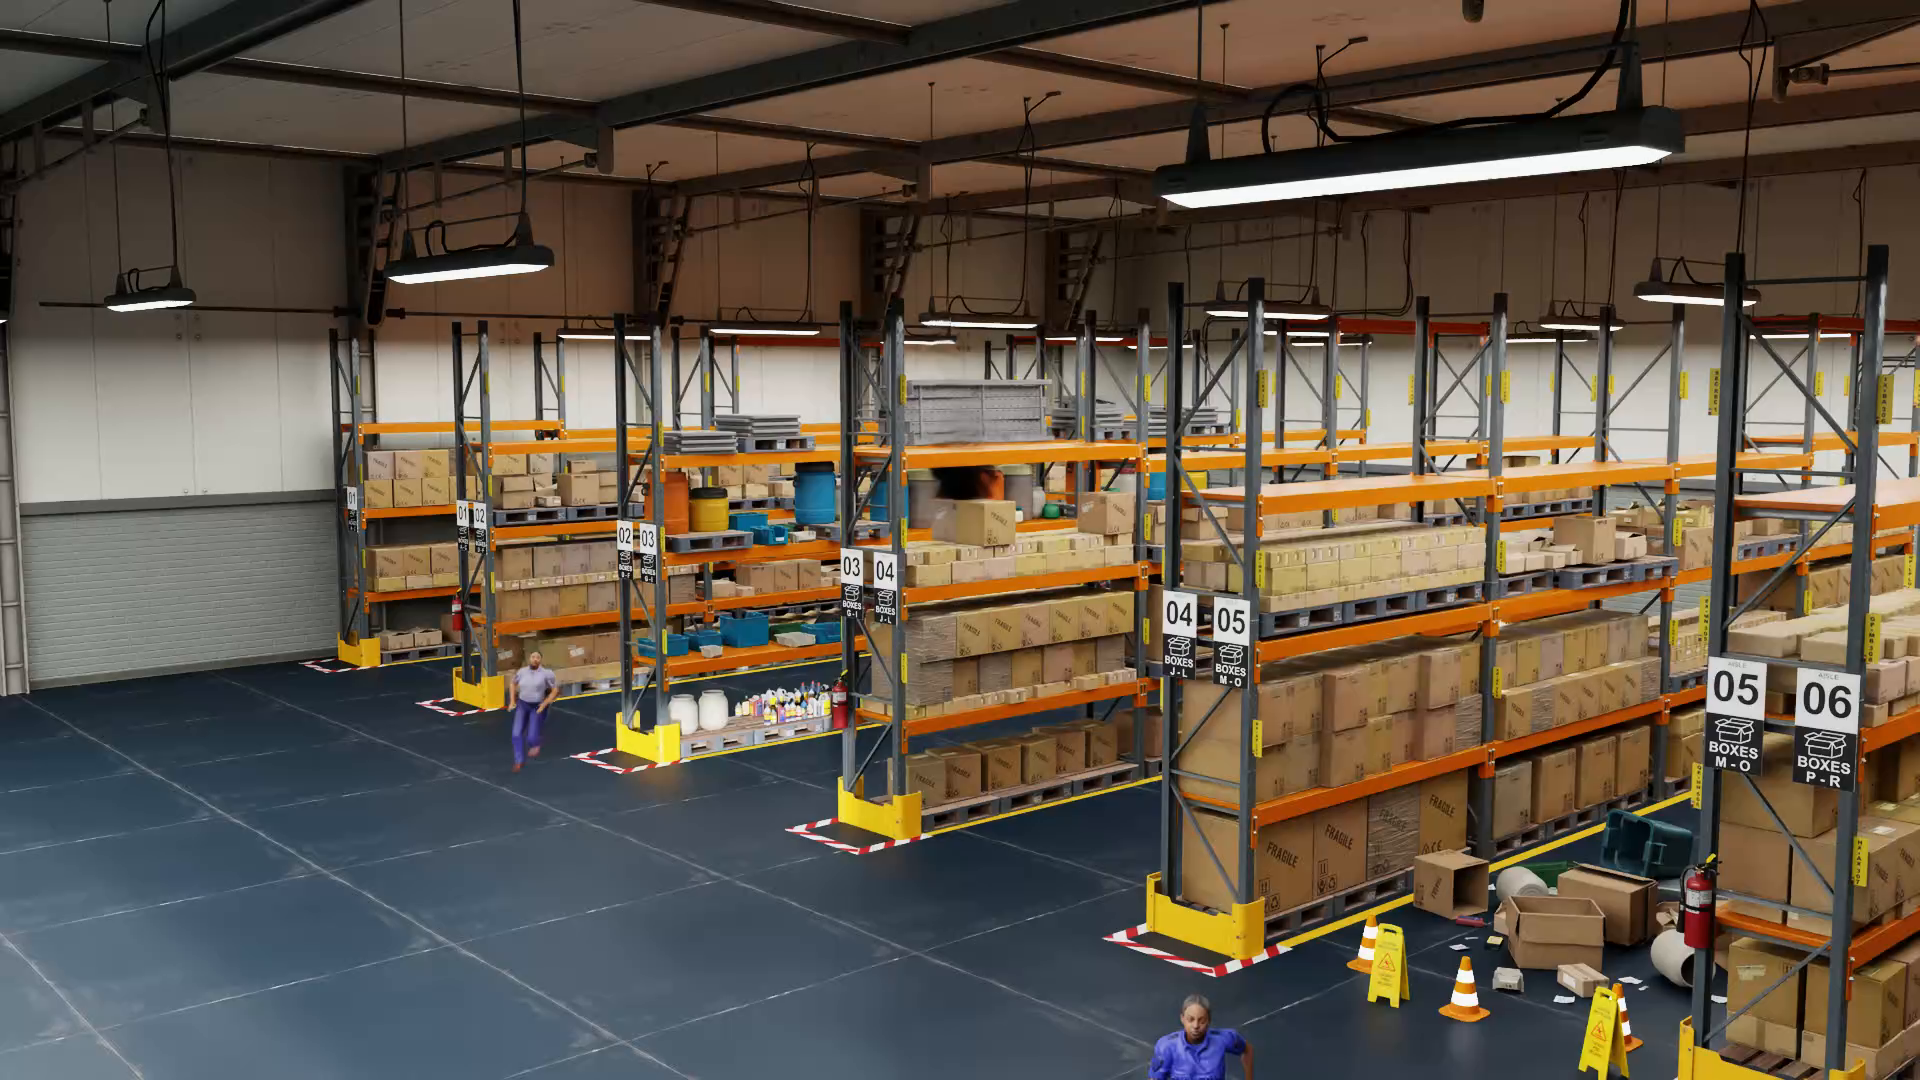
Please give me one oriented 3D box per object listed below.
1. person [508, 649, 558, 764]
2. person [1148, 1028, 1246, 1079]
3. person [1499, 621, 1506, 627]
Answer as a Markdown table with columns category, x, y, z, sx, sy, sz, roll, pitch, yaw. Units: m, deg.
| category | x | y | z | sx | sy | sz | roll | pitch | yaw |
| --- | --- | --- | --- | --- | --- | --- | --- | --- | --- |
| person | -5.624 | 2.181 | 21.905 | 0.642 | 1.504 | 0.554 | 0 | 6 | 4 |
| person | 1.370 | 3.415 | 9.631 | 0.547 | 1.322 | 0.749 | 1 | 6 | 10 |
| person | 7.547 | 1.968 | 23.236 | 0.691 | 1.697 | 0.517 | -5 | 8 | -43 |
